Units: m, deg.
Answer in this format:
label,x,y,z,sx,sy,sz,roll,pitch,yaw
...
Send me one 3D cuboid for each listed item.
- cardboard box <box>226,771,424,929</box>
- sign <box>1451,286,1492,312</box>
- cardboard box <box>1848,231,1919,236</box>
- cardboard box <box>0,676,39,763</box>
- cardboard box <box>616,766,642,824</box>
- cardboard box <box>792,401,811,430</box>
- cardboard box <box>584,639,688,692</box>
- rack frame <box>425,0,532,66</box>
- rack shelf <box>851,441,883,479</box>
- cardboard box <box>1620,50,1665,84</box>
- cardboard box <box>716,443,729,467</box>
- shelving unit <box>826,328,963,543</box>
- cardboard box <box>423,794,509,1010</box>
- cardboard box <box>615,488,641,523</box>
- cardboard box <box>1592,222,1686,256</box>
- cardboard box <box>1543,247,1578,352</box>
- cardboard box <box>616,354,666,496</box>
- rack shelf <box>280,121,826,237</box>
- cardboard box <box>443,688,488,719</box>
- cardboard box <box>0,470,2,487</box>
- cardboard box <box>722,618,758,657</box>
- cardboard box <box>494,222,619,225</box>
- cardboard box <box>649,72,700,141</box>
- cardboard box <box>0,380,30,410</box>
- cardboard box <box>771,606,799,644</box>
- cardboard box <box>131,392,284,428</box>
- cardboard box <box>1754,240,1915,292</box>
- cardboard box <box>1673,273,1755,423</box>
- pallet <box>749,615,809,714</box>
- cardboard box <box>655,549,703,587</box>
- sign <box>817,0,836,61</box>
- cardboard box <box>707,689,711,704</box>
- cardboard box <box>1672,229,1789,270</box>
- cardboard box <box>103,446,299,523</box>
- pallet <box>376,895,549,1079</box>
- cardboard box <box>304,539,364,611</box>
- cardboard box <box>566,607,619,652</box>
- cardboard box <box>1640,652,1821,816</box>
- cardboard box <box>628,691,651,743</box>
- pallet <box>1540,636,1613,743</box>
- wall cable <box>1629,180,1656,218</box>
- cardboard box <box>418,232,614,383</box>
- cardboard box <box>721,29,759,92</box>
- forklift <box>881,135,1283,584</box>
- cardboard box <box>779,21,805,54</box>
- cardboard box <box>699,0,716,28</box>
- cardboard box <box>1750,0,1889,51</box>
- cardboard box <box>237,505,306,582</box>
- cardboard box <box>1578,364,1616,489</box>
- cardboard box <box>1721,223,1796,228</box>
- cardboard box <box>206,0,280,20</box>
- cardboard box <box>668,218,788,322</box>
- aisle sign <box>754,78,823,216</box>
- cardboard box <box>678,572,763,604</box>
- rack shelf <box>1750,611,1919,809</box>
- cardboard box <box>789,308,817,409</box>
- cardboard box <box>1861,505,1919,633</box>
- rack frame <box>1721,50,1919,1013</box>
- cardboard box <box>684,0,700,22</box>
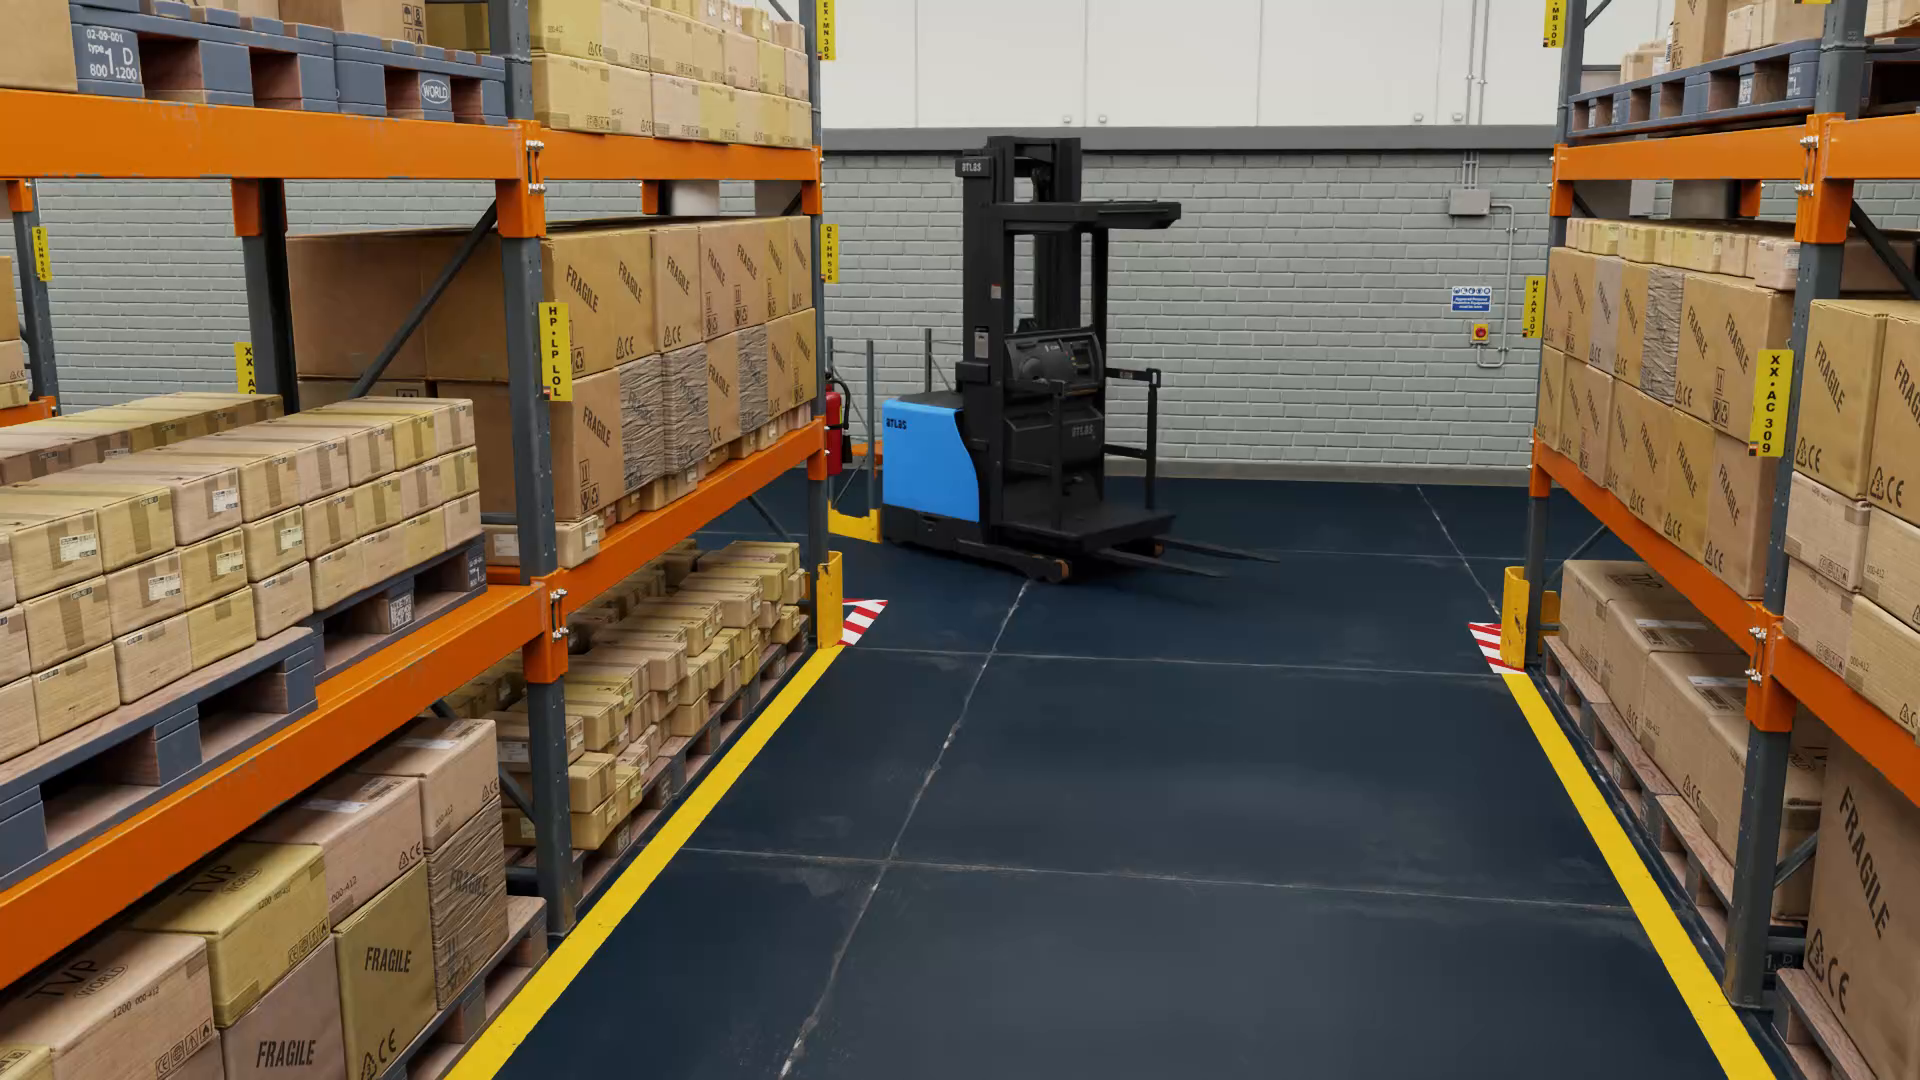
label,x,y,z,sx,sy,sz,roll,pitch,yaw
cardboard box,-1.848,0.844,4.612,0.500,0.250,0.500,2,12,11
sign,4.437,-2.090,14.429,0.327,0.218,0.001,2,12,9
cardboard box,3.510,-1.061,6.145,0.380,0.149,0.250,2,12,7
cardboard box,-2.077,0.364,3.282,0.380,0.149,0.250,2,12,11
cardboard box,-1.477,0.992,6.540,0.380,0.149,0.250,2,12,10
cardboard box,-1.047,-0.708,9.256,0.380,0.149,0.250,2,12,9
cardboard box,-1.405,0.542,7.216,0.380,0.149,0.250,2,12,10
rack frame,-1.891,-3.008,5.091,1.000,3.000,0.127,2,12,9
rack shelf,-0.454,-0.658,12.842,1.000,0.185,0.538,-12,17,-43
cardboard box,3.236,-2.147,7.580,0.380,0.149,0.250,2,12,11
cardboard box,-1.332,-0.443,8.025,0.380,0.149,0.250,1,12,6
shelving unit,-0.447,-0.836,12.810,1.083,1.500,0.587,-12,17,-43
cardboard box,-1.756,1.103,5.190,0.500,0.500,0.500,2,12,8
cardboard box,-1.521,-0.171,6.762,0.380,0.149,0.250,1,12,6
cardboard box,3.157,-1.396,7.700,0.380,0.149,0.250,1,12,7
cardboard box,3.275,-1.216,8.404,0.500,0.500,0.500,2,12,7
cardboard box,-1.497,-0.468,6.601,0.500,0.500,0.500,2,12,9
rack shelf,-1.584,-1.606,7.415,1.077,0.370,4.000,2,12,9
cardboard box,-2.094,0.685,6.552,0.380,0.149,0.250,2,12,9
cardboard box,-2.604,-0.112,4.083,0.380,0.149,0.250,2,12,11
cardboard box,-1.220,0.470,8.255,0.380,0.149,0.250,2,12,9
cardboard box,-1.856,-1.187,7.566,0.500,0.500,0.500,1,12,7
cardboard box,-1.392,-1.769,6.816,0.500,0.250,0.500,2,12,11
cardboard box,-5.891,-0.882,10.063,0.380,0.149,0.250,2,12,10
cardboard box,-1.090,0.453,9.040,0.380,0.149,0.250,2,12,10
cardboard box,-2.406,-0.382,5.332,0.380,0.149,0.250,3,12,12
cardboard box,2.748,-0.865,5.238,0.380,0.149,0.250,2,12,7
cardboard box,2.901,-0.686,5.947,0.500,0.500,0.500,2,12,8
pallet,-1.448,0.639,9.028,1.003,0.211,1.213,2,12,9
cardboard box,-1.616,0.149,9.041,0.380,0.149,0.250,2,12,10
sign,-0.731,-2.785,9.075,0.100,0.325,0.005,2,12,9
cardboard box,-1.393,0.719,7.808,0.380,0.149,0.250,2,12,10
cardboard box,3.007,-1.129,6.463,0.380,0.149,0.250,2,12,7
cardboard box,-1.924,-0.143,4.226,0.380,0.149,0.250,1,12,7
pallet,-2.009,1.450,5.265,1.003,0.211,1.213,2,12,9
cardboard box,-1.875,0.089,4.559,0.380,0.149,0.250,1,12,6
cardboard box,-1.819,0.417,7.794,0.380,0.149,0.250,2,12,9
cardboard box,3.355,0.797,6.758,0.875,0.438,0.875,2,12,7
cardboard box,-1.523,0.739,7.009,0.380,0.149,0.250,1,12,6
pallet,3.585,0.763,8.450,1.003,0.211,1.213,2,12,9
wall cable,5.878,-2.396,14.082,0.588,1.984,0.122,2,12,9
cardboard box,-1.581,-0.845,5.975,0.500,0.500,0.500,2,12,10
cardboard box,-1.254,-2.228,7.763,0.500,0.250,0.500,2,12,9
forklift,0.807,-1.261,11.388,1.130,2.935,3.031,-12,17,-43
cardboard box,-1.037,-2.662,8.827,0.380,0.149,0.250,2,12,8
cardboard box,-1.295,-2.342,7.344,0.380,0.149,0.250,2,12,7
cardboard box,2.797,-1.734,5.385,0.396,0.266,0.258,2,12,10
cardboard box,-1.917,0.004,4.251,0.380,0.149,0.250,1,12,6
cardboard box,3.127,-0.516,7.528,0.500,0.500,0.500,2,12,8
cardboard box,3.612,-1.329,7.390,0.380,0.149,0.250,2,12,8
cardboard box,-2.234,-1.527,4.554,0.500,0.311,0.500,2,12,8
cardboard box,-1.179,-1.382,8.471,0.500,0.500,0.500,1,12,7
aisle sign,-0.968,-2.184,9.339,0.394,0.787,0.004,2,12,9
cardboard box,-1.219,0.268,8.487,0.380,0.149,0.250,1,12,6
rack shelf,2.708,0.832,3.221,1.077,0.370,4.000,2,12,9
cardboard box,-1.091,-1.001,9.073,0.500,0.500,0.500,2,12,10
cardboard box,2.617,0.085,4.150,0.500,0.250,0.500,2,12,10
rack frame,3.015,0.064,5.077,1.000,3.000,0.127,2,12,9
cardboard box,-1.330,-2.287,7.090,0.380,0.149,0.250,2,12,7
